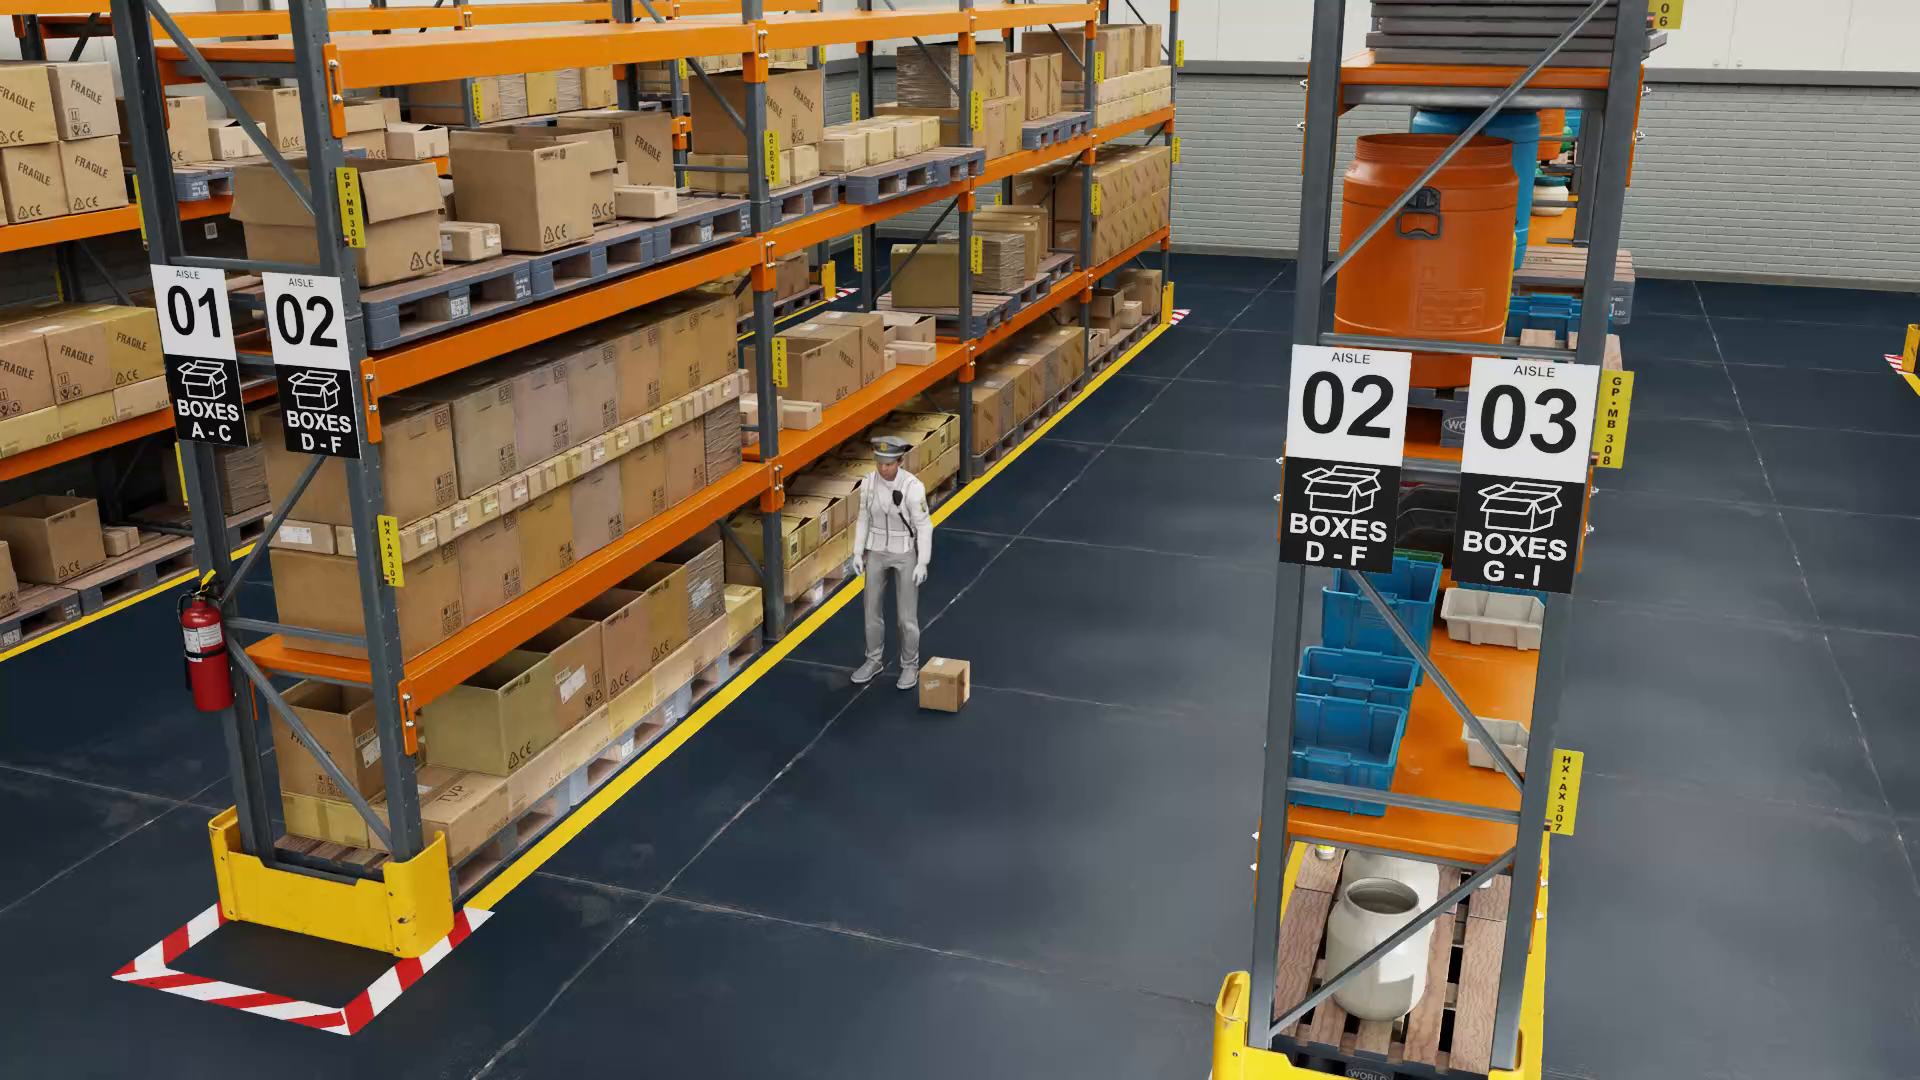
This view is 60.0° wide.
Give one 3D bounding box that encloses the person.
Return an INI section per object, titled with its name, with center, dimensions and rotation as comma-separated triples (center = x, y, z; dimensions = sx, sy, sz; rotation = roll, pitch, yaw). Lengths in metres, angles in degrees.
[person]
center = -0.435, 0.126, 10.685
dimensions = 0.529, 1.664, 0.371
rotation = 7, 20, 20
